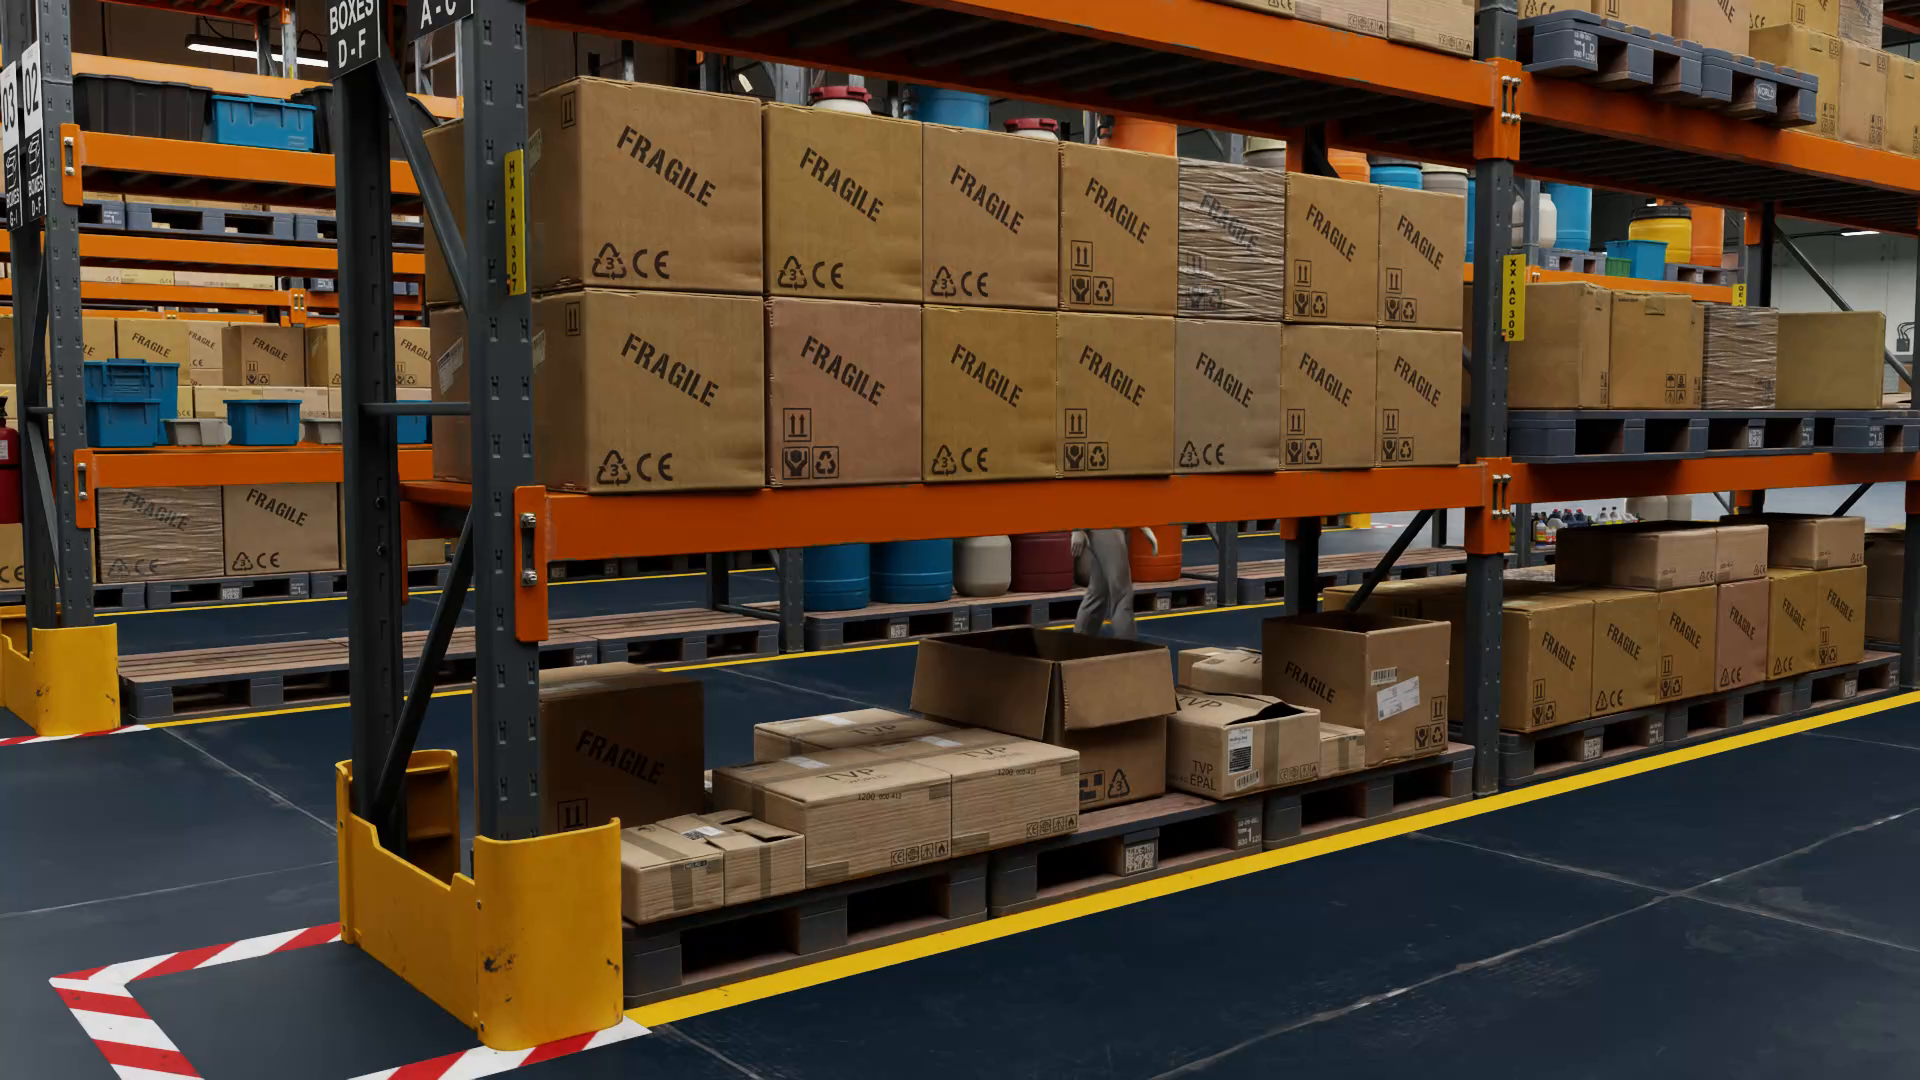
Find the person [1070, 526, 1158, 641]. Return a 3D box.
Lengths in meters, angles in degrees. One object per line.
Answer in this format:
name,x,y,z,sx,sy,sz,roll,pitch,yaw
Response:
person,0.902,-0.039,9.186,0.656,1.679,0.496,2,5,27
